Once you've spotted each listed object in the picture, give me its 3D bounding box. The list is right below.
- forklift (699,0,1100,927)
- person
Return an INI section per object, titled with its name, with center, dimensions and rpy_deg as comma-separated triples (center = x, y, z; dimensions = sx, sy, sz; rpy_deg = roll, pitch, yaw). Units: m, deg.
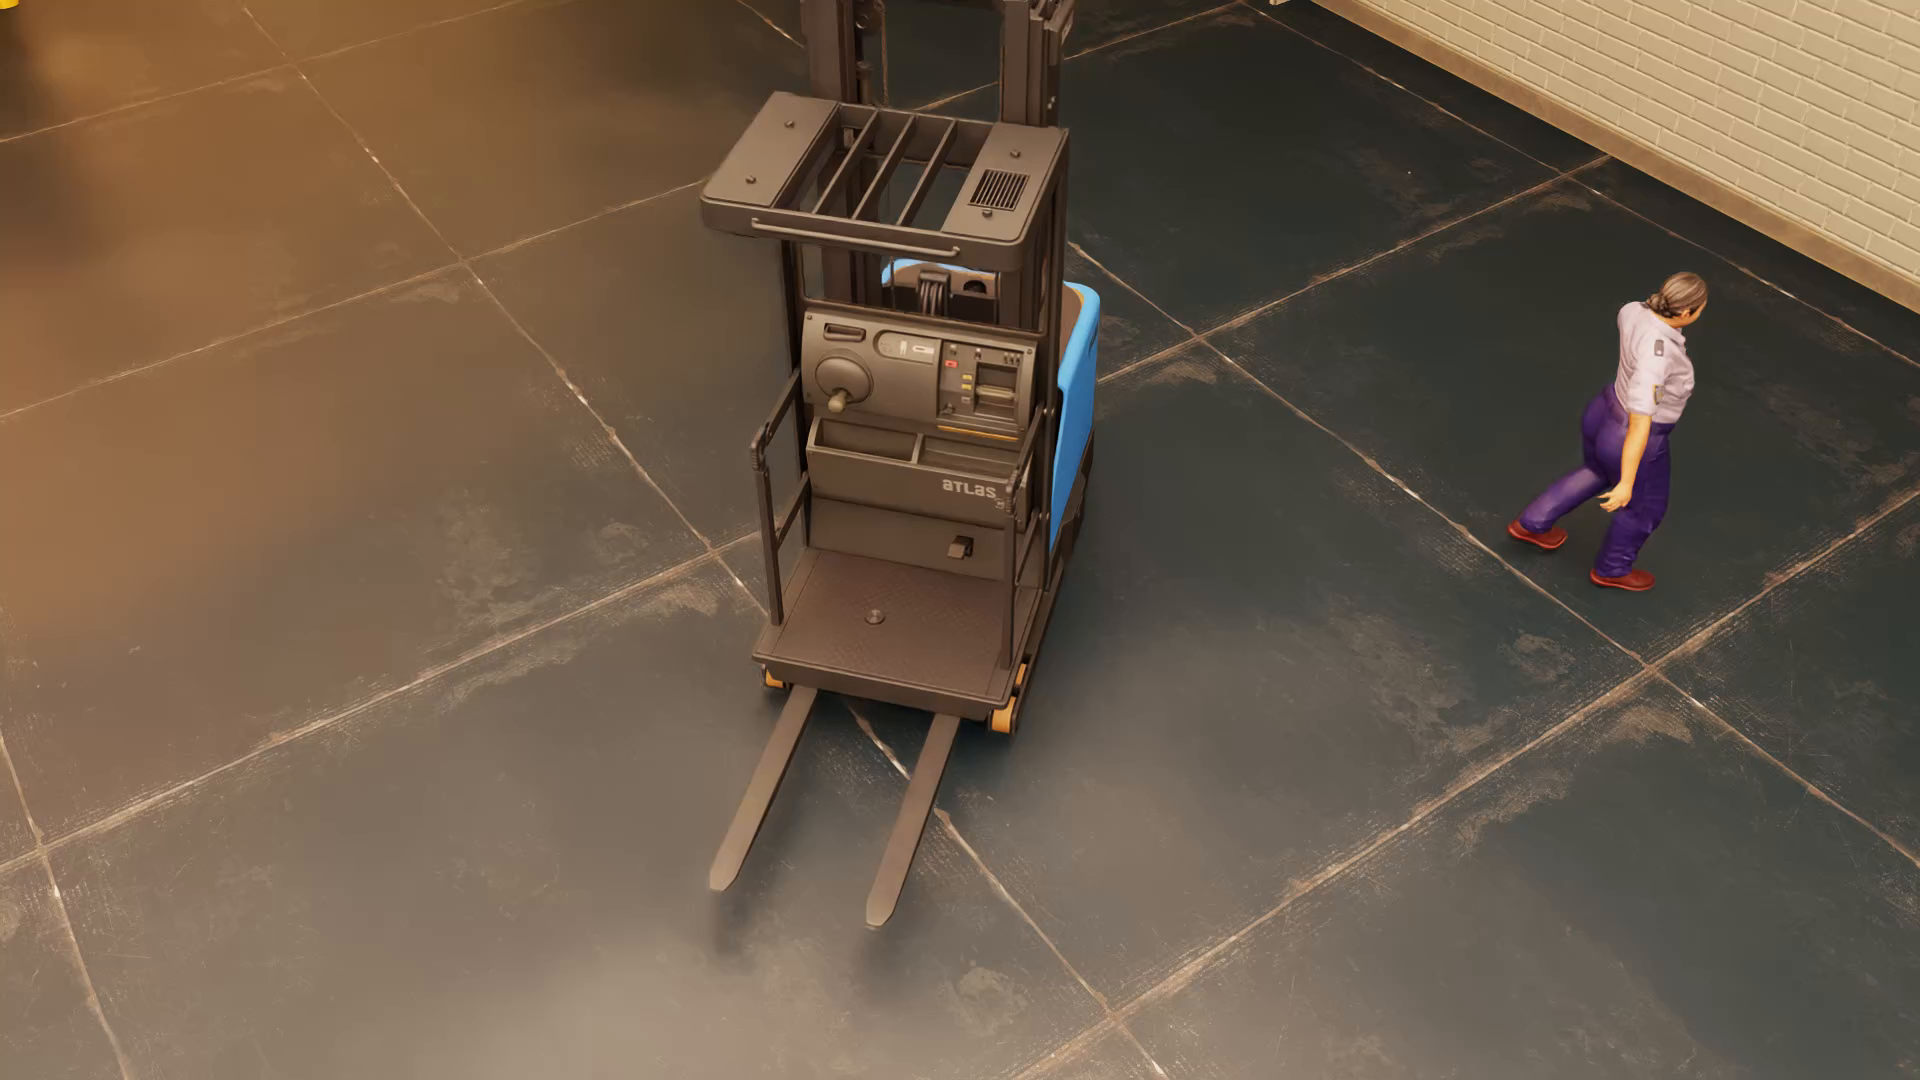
[forklift]
center = -0.220, -0.561, 6.324
dimensions = 1.130, 2.935, 3.031
rpy_deg = 10, 44, 11
[person]
center = 2.892, -0.453, 7.178
dimensions = 0.689, 1.632, 0.829
rpy_deg = 0, 43, 0
